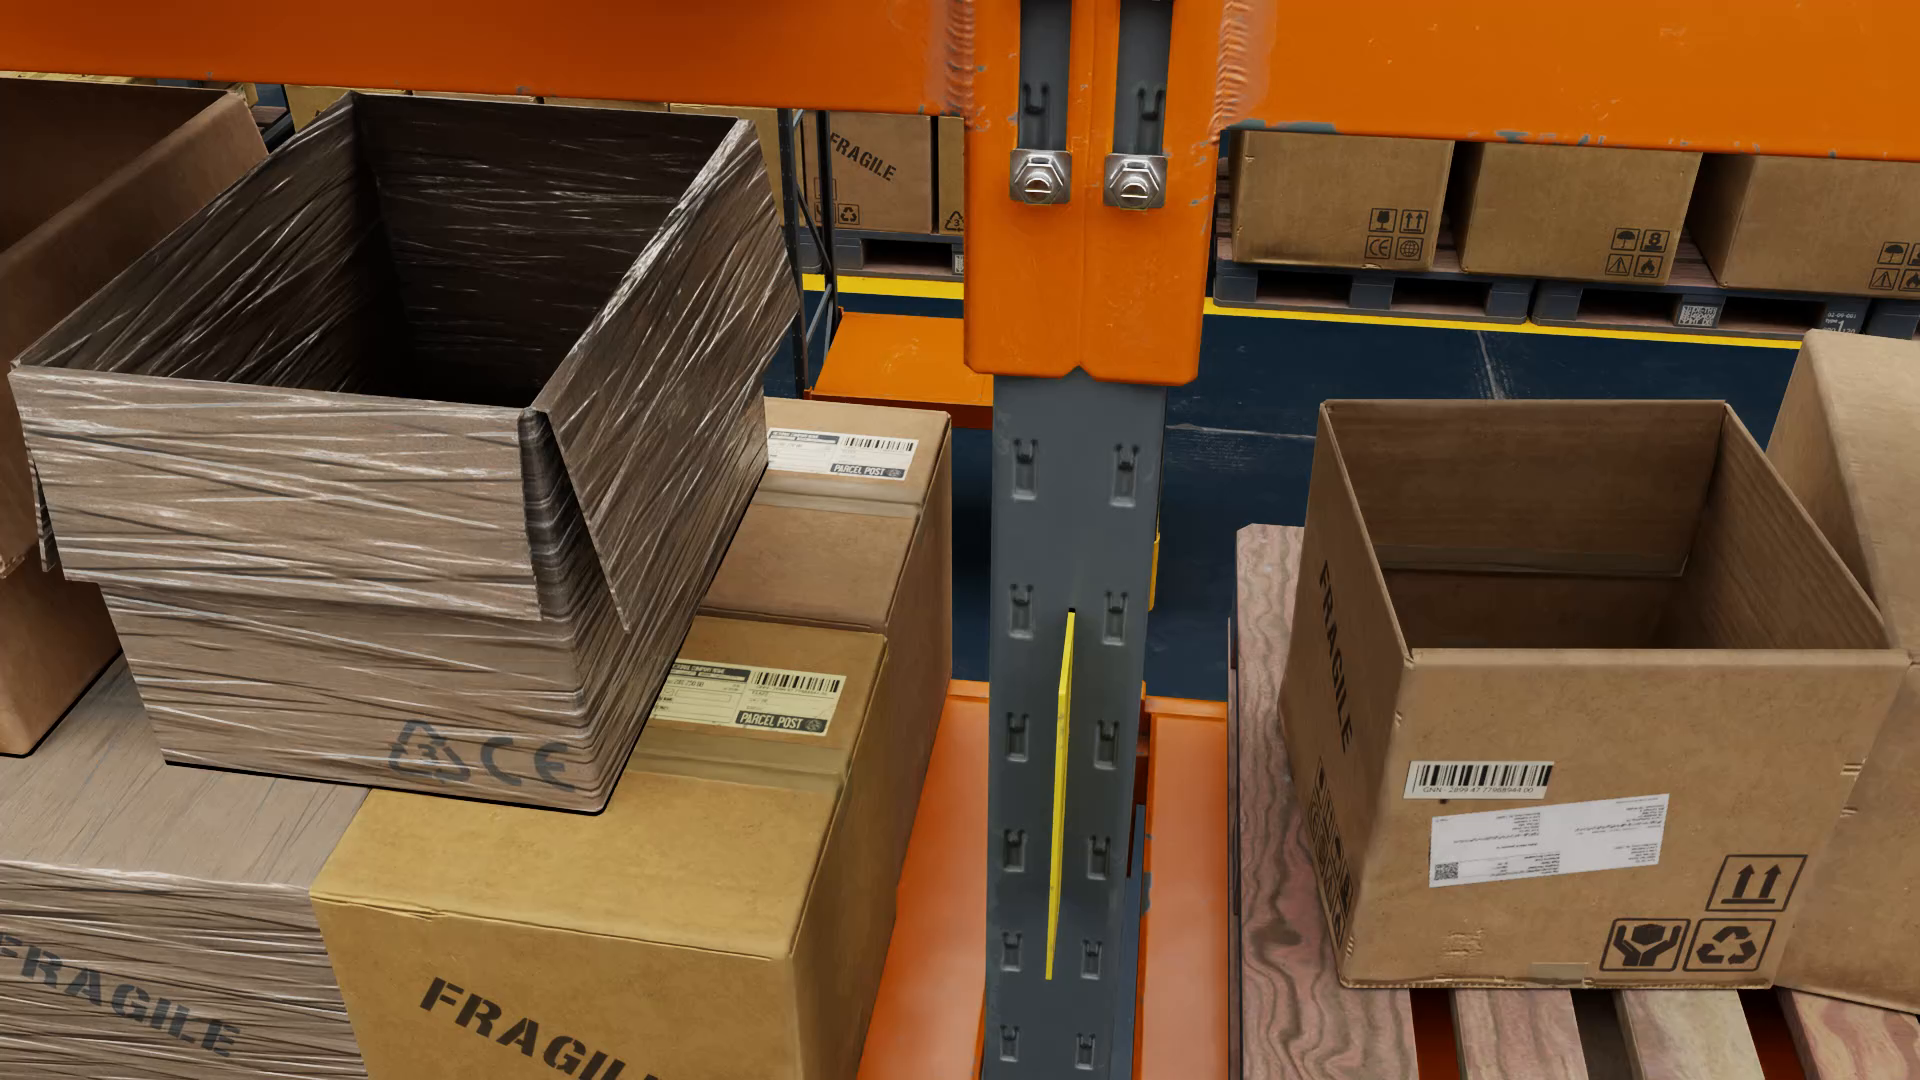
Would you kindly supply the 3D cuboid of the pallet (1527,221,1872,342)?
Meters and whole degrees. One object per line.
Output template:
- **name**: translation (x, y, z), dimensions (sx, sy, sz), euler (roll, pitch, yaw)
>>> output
- **pallet**: translation (2.860, -1.154, 6.685), dimensions (1.213, 0.211, 1.003), euler (4, 36, 6)

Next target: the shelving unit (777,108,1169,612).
- **shelving unit**: translation (0.076, -0.605, 4.806), dimensions (1.083, 1.500, 0.587), euler (4, 36, 6)

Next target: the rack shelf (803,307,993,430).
- **rack shelf**: translation (0.085, -0.458, 4.910), dimensions (1.000, 0.185, 0.538), euler (4, 36, 6)

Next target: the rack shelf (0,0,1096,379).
- **rack shelf**: translation (-1.834, -0.708, 1.697), dimensions (4.000, 0.370, 1.077), euler (4, 36, 6)

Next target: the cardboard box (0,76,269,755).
- **cardboard box**: translation (-1.220, -0.194, 1.991), dimensions (0.637, 0.503, 0.797), euler (5, 36, 7)

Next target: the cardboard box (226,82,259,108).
- **cardboard box**: translation (-3.406, -2.001, 7.564), dimensions (0.250, 0.149, 0.380), euler (3, 36, 4)

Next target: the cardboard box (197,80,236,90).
- **cardboard box**: translation (-3.405, -2.121, 7.477), dimensions (0.250, 0.149, 0.380), euler (6, 36, 8)

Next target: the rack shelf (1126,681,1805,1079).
- **rack shelf**: translation (2.133, 0.809, 2.154), dimensions (4.000, 0.370, 1.077), euler (4, 36, 6)

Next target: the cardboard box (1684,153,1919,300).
- **cardboard box**: translation (3.265, -1.509, 6.358), dimensions (0.750, 0.750, 1.050), euler (4, 36, 6)

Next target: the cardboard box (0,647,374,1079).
- **cardboard box**: translation (-0.865, 0.393, 2.031), dimensions (0.500, 0.500, 0.500), euler (4, 36, 6)

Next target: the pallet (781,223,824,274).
- **pallet**: translation (-1.100, -1.498, 7.167), dimensions (1.213, 0.211, 1.003), euler (4, 36, 6)

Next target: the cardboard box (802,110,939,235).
- **cardboard box**: translation (-0.319, -1.575, 6.664), dimensions (0.500, 0.500, 0.500), euler (6, 36, 8)

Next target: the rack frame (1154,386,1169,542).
- **rack frame**: translation (0.589, -0.567, 4.753), dimensions (0.032, 1.500, 0.500), euler (4, 36, 6)

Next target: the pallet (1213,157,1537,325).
- **pallet**: translation (1.654, -1.246, 6.814), dimensions (1.213, 0.211, 1.003), euler (4, 36, 6)

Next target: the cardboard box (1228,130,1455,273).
- **cardboard box**: translation (1.474, -1.641, 6.542), dimensions (0.750, 0.750, 1.050), euler (4, 36, 5)

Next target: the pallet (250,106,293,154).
- **pallet**: translation (-3.757, -1.673, 7.412), dimensions (1.213, 0.211, 1.003), euler (4, 36, 6)

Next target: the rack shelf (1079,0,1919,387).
- **rack shelf**: translation (2.133, -0.412, 1.283), dimensions (4.000, 0.370, 1.077), euler (4, 36, 6)

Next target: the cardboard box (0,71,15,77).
- **cardboard box**: translation (-3.978, -1.918, 6.936), dimensions (0.250, 0.149, 0.380), euler (4, 36, 6)

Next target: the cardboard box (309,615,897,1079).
- **cardboard box**: translation (-0.372, 0.433, 1.975), dimensions (0.500, 0.500, 0.500), euler (5, 36, 7)

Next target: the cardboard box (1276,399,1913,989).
- **cardboard box**: translation (0.690, 0.173, 1.978), dimensions (0.500, 0.500, 0.500), euler (0, 36, 0)

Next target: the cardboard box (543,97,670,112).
- **cardboard box**: translation (-1.341, -1.655, 6.778), dimensions (0.500, 0.500, 0.500), euler (5, 36, 7)

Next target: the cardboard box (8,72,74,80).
- **cardboard box**: translation (-3.731, -1.904, 6.916), dimensions (0.250, 0.149, 0.380), euler (5, 36, 7)

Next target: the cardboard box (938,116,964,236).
- **cardboard box**: translation (0.195, -1.534, 6.608), dimensions (0.500, 0.500, 0.500), euler (4, 36, 6)

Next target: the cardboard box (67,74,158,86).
- **cardboard box**: translation (-3.472, -1.908, 6.921), dimensions (0.250, 0.149, 0.380), euler (5, 36, 7)

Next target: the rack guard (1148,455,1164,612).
- **rack guard**: translation (0.570, -0.059, 5.118), dimensions (0.087, 0.250, 0.587), euler (4, 36, 6)

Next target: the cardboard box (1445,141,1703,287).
- **cardboard box**: translation (2.342, -1.578, 6.454), dimensions (0.750, 0.750, 1.050), euler (5, 36, 7)

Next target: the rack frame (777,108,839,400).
- **rack frame**: translation (-0.420, -0.642, 4.858), dimensions (0.032, 1.500, 0.500), euler (4, 36, 6)

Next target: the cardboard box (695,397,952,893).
- **cardboard box**: translation (-0.298, 0.134, 2.393), dimensions (0.500, 0.500, 0.500), euler (5, 36, 7)

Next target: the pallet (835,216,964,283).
- **pallet**: translation (0.107, -1.406, 7.039), dimensions (1.213, 0.211, 1.003), euler (4, 36, 6)

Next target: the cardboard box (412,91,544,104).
- **cardboard box**: translation (-1.862, -1.686, 6.821), dimensions (0.500, 0.500, 0.500), euler (6, 36, 8)

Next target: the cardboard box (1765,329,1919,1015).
- **cardboard box**: translation (1.257, 0.157, 2.001), dimensions (0.500, 0.500, 0.700), euler (9, 37, 13)

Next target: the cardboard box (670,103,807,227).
- **cardboard box**: translation (-0.846, -1.604, 6.706), dimensions (0.500, 0.500, 0.500), euler (3, 36, 4)

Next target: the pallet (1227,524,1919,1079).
- **pallet**: translation (0.870, 0.437, 2.220), dimensions (1.003, 0.211, 1.213), euler (4, 36, 6)

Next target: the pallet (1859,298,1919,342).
- **pallet**: translation (4.074, -1.065, 6.561), dimensions (1.213, 0.211, 1.003), euler (4, 36, 6)

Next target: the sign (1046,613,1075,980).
- **sign**: translation (0.082, 0.217, 1.368), dimensions (0.005, 0.325, 0.100), euler (4, 36, 6)

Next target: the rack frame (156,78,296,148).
- **rack frame**: translation (-3.086, -2.778, 6.561), dimensions (0.127, 3.000, 1.000), euler (4, 36, 6)

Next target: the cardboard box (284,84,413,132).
- **cardboard box**: translation (-2.387, -1.724, 6.874), dimensions (0.500, 0.500, 0.500), euler (6, 36, 8)

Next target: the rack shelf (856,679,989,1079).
- **rack shelf**: translation (-1.834, 0.513, 2.569), dimensions (4.000, 0.370, 1.077), euler (4, 36, 6)

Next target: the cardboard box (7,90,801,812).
- **cardboard box**: translation (-0.574, -0.145, 1.921), dimensions (0.637, 0.503, 0.797), euler (5, 36, 8)
